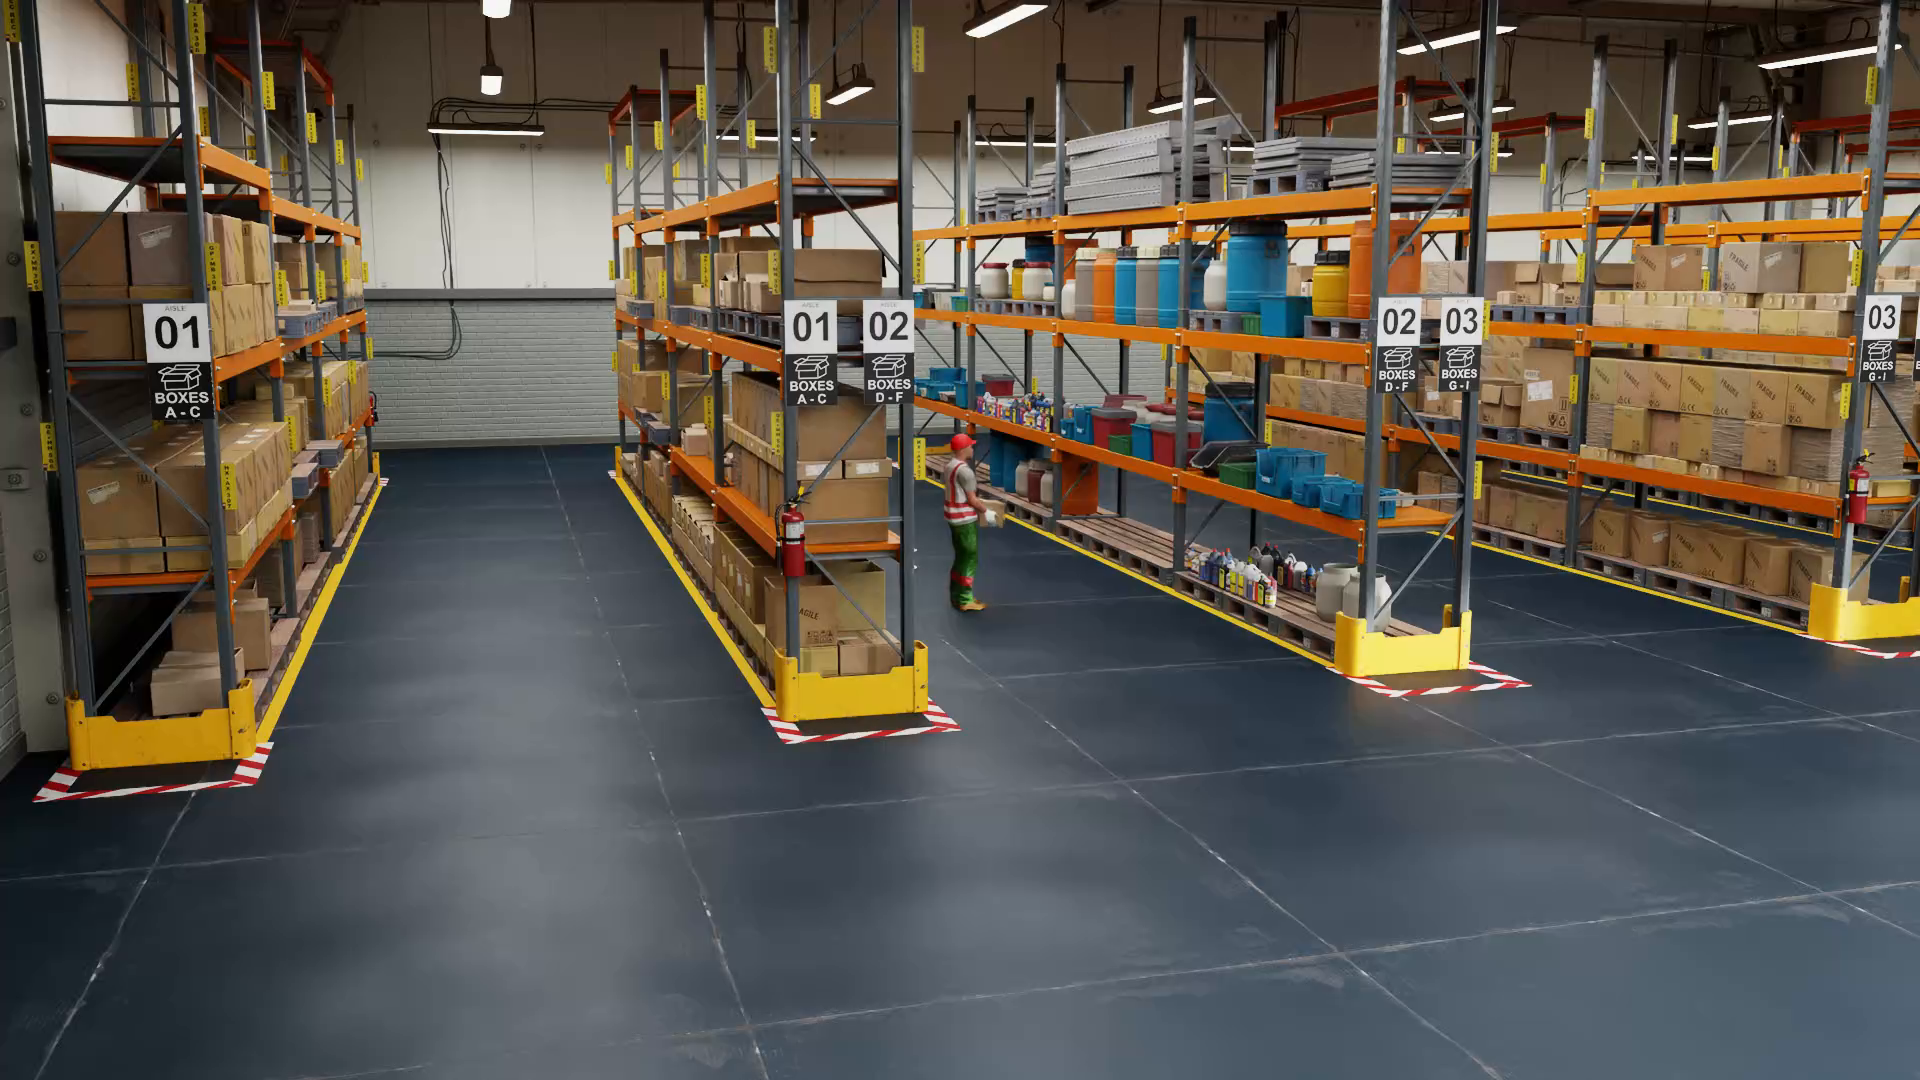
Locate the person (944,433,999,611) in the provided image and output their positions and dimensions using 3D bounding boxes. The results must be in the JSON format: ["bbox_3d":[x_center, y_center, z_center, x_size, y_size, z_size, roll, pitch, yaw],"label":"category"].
[{"bbox_3d":[0.105,-0.196,16.996,0.519,1.794,0.526,-3,10,-16],"label":"person"}]
